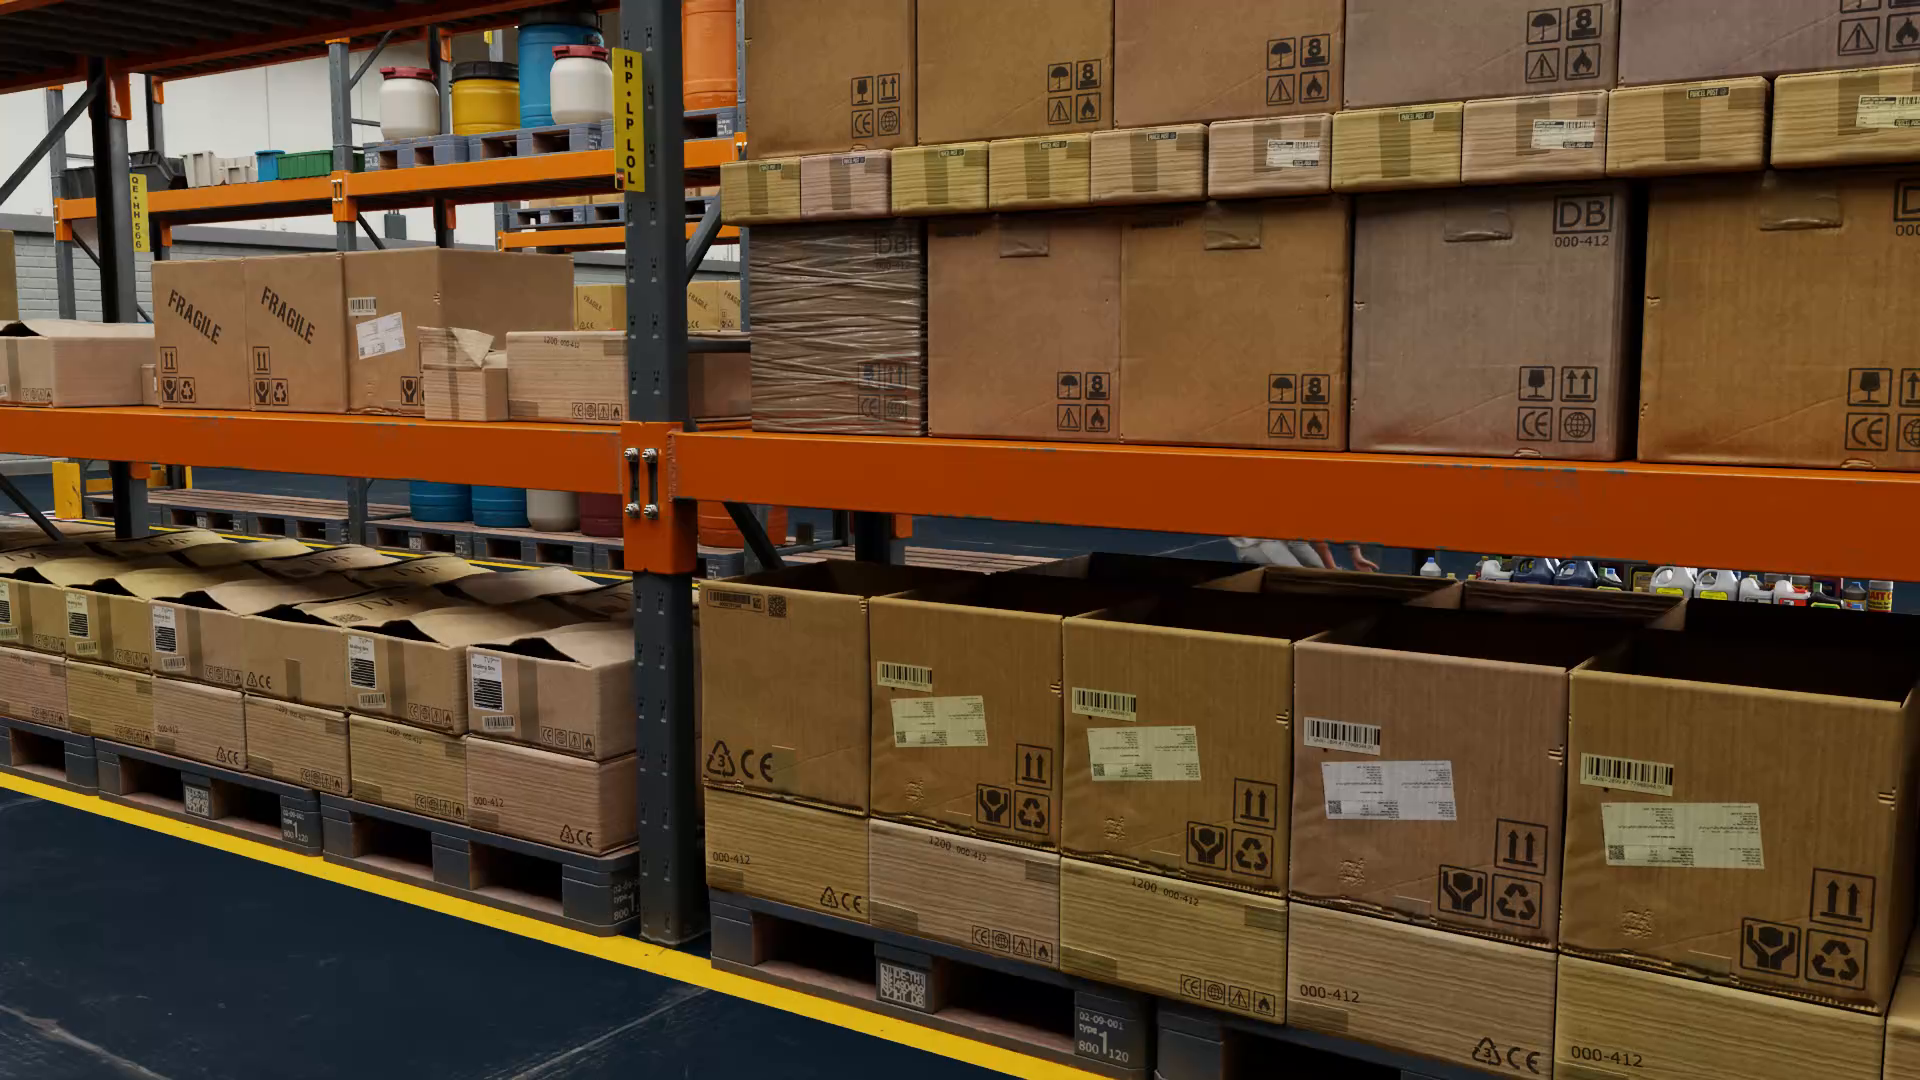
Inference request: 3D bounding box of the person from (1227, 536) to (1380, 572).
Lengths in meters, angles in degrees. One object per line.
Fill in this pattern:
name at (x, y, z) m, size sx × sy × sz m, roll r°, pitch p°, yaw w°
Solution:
person at (1.526, 0.045, 7.330) m, size 0.673 × 1.255 × 0.463 m, roll 4°, pitch 8°, yaw 34°
